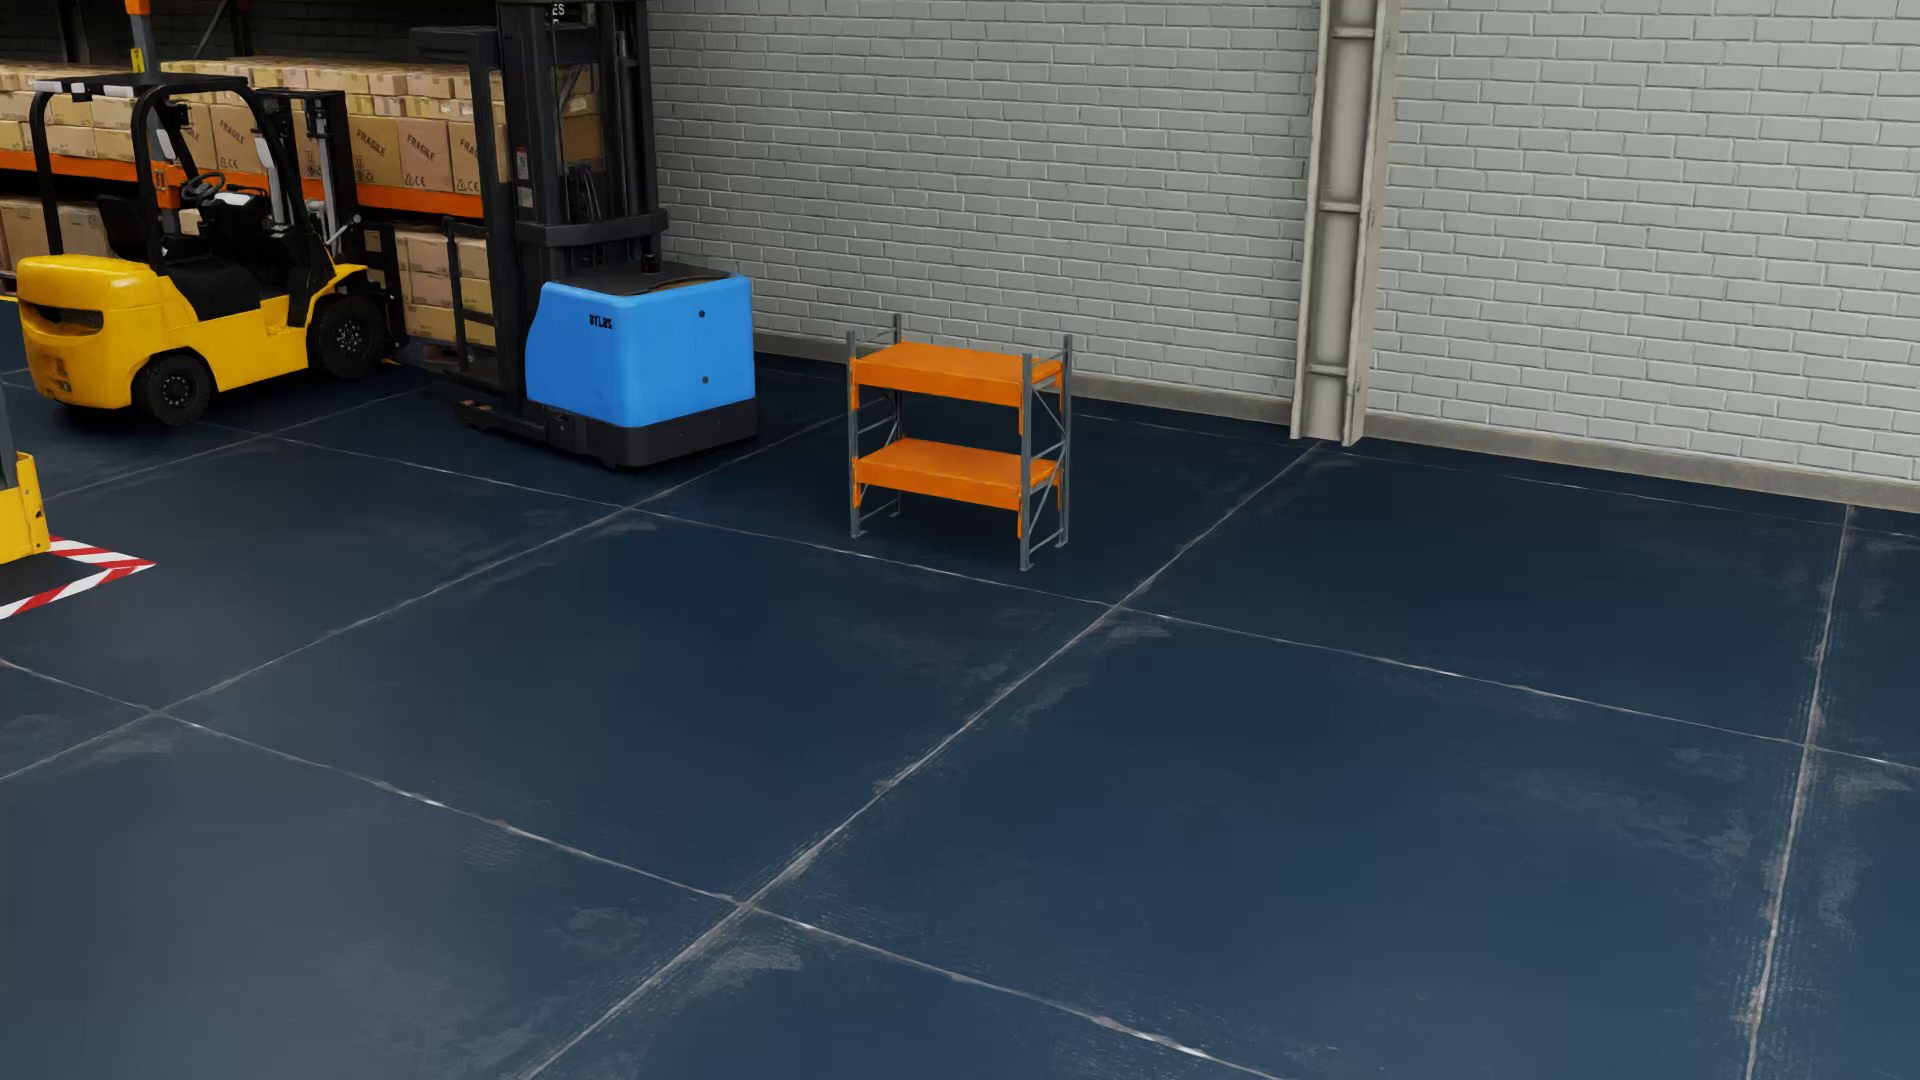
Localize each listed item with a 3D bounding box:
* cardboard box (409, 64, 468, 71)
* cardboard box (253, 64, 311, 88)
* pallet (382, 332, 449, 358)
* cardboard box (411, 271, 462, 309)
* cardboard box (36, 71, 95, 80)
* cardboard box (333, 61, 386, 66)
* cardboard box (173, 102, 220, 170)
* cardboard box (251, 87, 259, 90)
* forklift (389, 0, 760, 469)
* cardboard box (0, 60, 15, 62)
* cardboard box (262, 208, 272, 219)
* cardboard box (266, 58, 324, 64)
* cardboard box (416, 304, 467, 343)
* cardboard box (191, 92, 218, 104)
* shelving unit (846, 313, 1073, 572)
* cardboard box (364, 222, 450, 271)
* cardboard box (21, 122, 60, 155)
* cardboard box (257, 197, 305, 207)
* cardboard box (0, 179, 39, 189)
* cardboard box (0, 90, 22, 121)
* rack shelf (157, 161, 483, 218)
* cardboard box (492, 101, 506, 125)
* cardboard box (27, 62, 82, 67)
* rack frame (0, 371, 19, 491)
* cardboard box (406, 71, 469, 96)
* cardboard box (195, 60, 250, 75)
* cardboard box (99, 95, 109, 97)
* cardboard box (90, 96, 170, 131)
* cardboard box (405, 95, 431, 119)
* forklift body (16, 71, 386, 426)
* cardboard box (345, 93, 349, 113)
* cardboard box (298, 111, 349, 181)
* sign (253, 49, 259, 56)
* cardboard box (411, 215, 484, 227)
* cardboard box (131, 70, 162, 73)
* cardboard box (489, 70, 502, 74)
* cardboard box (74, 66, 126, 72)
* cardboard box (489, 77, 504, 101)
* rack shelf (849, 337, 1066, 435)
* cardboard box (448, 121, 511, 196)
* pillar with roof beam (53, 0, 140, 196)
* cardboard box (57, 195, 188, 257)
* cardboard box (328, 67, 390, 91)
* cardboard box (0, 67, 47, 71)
[{"bbox_3d":[-3.979,-3.551,12.720,0.250,0.149,0.380,10,22,26],"label":"cardboard box"},{"bbox_3d":[-5.154,-3.542,12.696,0.250,0.149,0.380,10,22,26],"label":"cardboard box"},{"bbox_3d":[-4.458,-1.698,13.237,1.213,0.211,1.003,11,23,27],"label":"pallet"},{"bbox_3d":[-3.719,-1.905,12.402,0.500,0.250,0.500,11,22,27],"label":"cardboard box"},{"bbox_3d":[-7.522,-3.859,14.008,0.250,0.149,0.380,10,22,26],"label":"cardboard box"},{"bbox_3d":[-4.673,-3.662,13.028,0.250,0.149,0.380,11,22,27],"label":"cardboard box"},{"bbox_3d":[-5.941,-3.252,13.284,0.500,0.500,0.500,10,22,26],"label":"cardboard box"},{"bbox_3d":[-5.176,-3.392,12.720,0.250,0.149,0.380,11,22,27],"label":"cardboard box"},{"bbox_3d":[-2.701,-2.205,10.645,3.031,2.935,1.130,17,26,39],"label":"forklift"},{"bbox_3d":[-8.831,-4.308,15.245,0.250,0.149,0.380,11,23,27],"label":"cardboard box"},{"bbox_3d":[-5.490,-2.469,13.224,0.500,0.250,0.500,11,23,27],"label":"cardboard box"},{"bbox_3d":[-5.338,-3.791,13.383,0.250,0.149,0.380,11,22,27],"label":"cardboard box"},{"bbox_3d":[-3.703,-1.666,12.474,0.500,0.250,0.500,11,23,27],"label":"cardboard box"},{"bbox_3d":[-5.824,-3.534,13.112,0.250,0.149,0.380,11,23,29],"label":"cardboard box"},{"bbox_3d":[-0.006,-0.530,8.676,1.048,1.125,0.538,11,23,27],"label":"shelving unit"},{"bbox_3d":[-4.157,-2.214,12.519,0.500,0.250,0.500,11,23,28],"label":"cardboard box"},{"bbox_3d":[-7.629,-3.465,14.239,0.500,0.250,0.500,11,23,28],"label":"cardboard box"},{"bbox_3d":[-5.677,-2.707,13.879,0.500,0.250,0.500,11,23,28],"label":"cardboard box"},{"bbox_3d":[-9.155,-2.995,15.589,0.625,0.625,0.875,12,23,29],"label":"cardboard box"},{"bbox_3d":[-8.082,-3.786,14.390,0.500,0.250,0.500,11,23,28],"label":"cardboard box"},{"bbox_3d":[-4.455,-2.685,12.925,4.000,0.370,1.077,11,23,27],"label":"rack shelf"},{"bbox_3d":[-3.148,-3.017,11.686,0.250,0.149,0.380,11,23,28],"label":"cardboard box"},{"bbox_3d":[-8.134,-4.205,14.960,0.250,0.149,0.380,10,22,26],"label":"cardboard box"},{"bbox_3d":[-5.126,-1.213,7.810,0.127,3.000,1.000,11,23,27],"label":"rack frame"},{"bbox_3d":[-3.778,-3.310,12.058,0.250,0.149,0.380,11,23,28],"label":"cardboard box"},{"bbox_3d":[-5.786,-3.695,13.119,0.250,0.149,0.380,11,23,28],"label":"cardboard box"},{"bbox_3d":[-6.842,-3.736,13.669,0.250,0.149,0.380,10,22,27],"label":"cardboard box"},{"bbox_3d":[-6.754,-3.526,13.674,0.500,0.250,0.500,10,22,26],"label":"cardboard box"},{"bbox_3d":[-3.793,-3.157,12.071,0.250,0.149,0.380,11,22,27],"label":"cardboard box"},{"bbox_3d":[-5.254,-2.064,11.402,1.214,2.155,2.313,11,23,27],"label":"forklift body"},{"bbox_3d":[-4.454,-3.292,12.443,0.250,0.149,0.380,11,22,27],"label":"cardboard box"},{"bbox_3d":[-4.607,-2.996,12.580,0.500,0.500,0.500,11,23,28],"label":"cardboard box"},{"bbox_3d":[-5.932,-3.966,14.014,0.005,0.325,0.100,11,23,27],"label":"sign"},{"bbox_3d":[-3.906,-2.371,12.952,0.500,0.250,0.500,11,22,27],"label":"cardboard box"},{"bbox_3d":[-6.830,-3.933,14.210,0.250,0.149,0.380,11,23,27],"label":"cardboard box"},{"bbox_3d":[-3.347,-3.396,12.293,0.250,0.149,0.380,11,23,28],"label":"cardboard box"},{"bbox_3d":[-7.490,-4.058,14.556,0.250,0.149,0.380,11,22,27],"label":"cardboard box"},{"bbox_3d":[-3.124,-3.180,11.698,0.250,0.149,0.380,11,23,27],"label":"cardboard box"},{"bbox_3d":[-0.006,-0.805,8.577,1.000,0.278,0.538,11,23,27],"label":"rack shelf"},{"bbox_3d":[-3.267,-2.742,11.878,0.500,0.500,0.500,10,22,26],"label":"cardboard box"},{"bbox_3d":[-10.215,-5.612,11.139,0.400,9.000,9.100,11,23,27],"label":"pillar with roof beam"},{"bbox_3d":[-7.336,-2.652,14.644,0.625,0.625,0.875,11,22,27],"label":"cardboard box"},{"bbox_3d":[-4.466,-3.433,12.396,0.250,0.149,0.380,11,23,28],"label":"cardboard box"},{"bbox_3d":[-8.152,-4.007,14.414,0.250,0.149,0.380,11,23,27],"label":"cardboard box"}]
